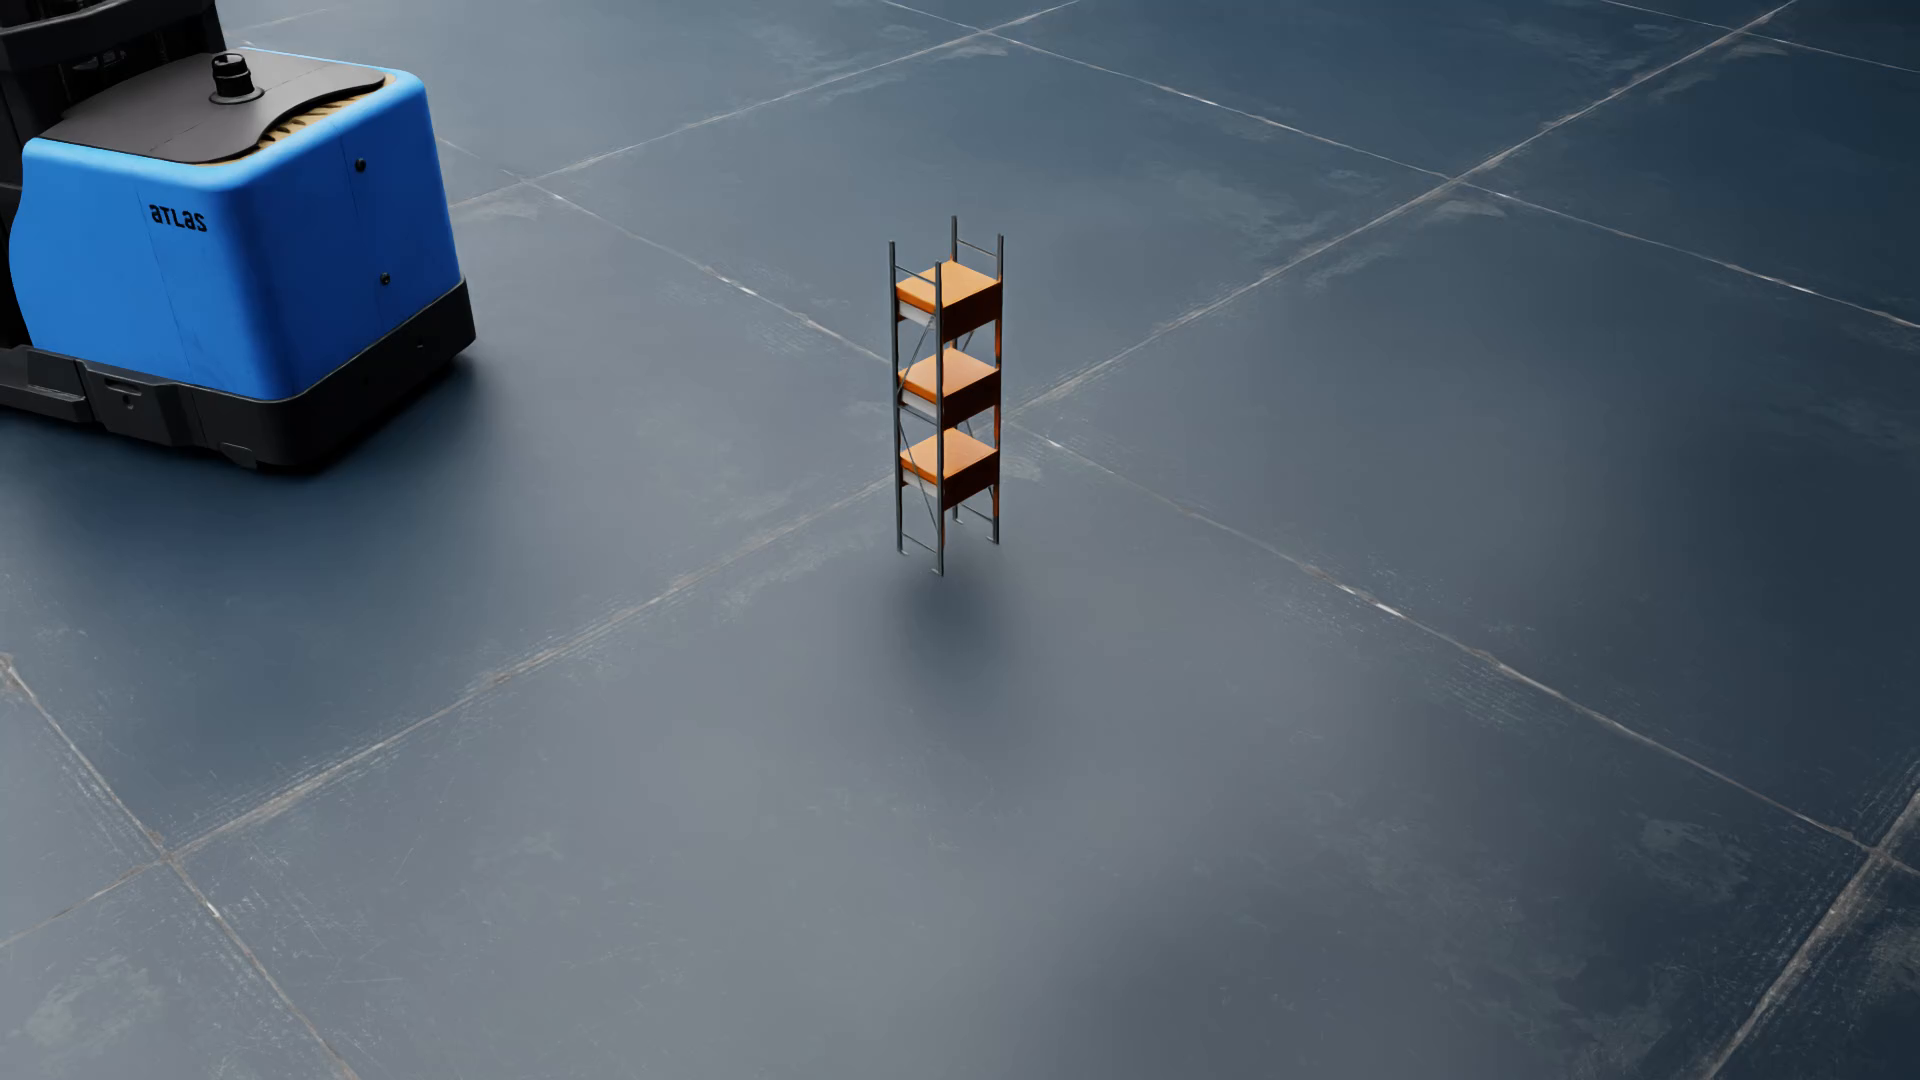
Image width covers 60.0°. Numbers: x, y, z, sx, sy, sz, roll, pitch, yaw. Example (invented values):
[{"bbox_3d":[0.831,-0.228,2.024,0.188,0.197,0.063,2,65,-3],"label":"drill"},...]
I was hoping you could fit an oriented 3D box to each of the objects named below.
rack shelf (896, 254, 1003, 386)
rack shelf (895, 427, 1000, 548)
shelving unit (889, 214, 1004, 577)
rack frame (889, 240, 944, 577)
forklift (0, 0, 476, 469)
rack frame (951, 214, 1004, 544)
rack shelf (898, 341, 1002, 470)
[{"bbox_3d":[-0.038,-0.633,4.762,0.215,0.259,0.240,30,45,35],"label":"rack shelf"},{"bbox_3d":[-0.038,-0.172,5.084,0.215,0.259,0.240,30,45,35],"label":"rack shelf"},{"bbox_3d":[-0.038,-0.409,4.919,0.215,1.050,0.252,30,45,35],"label":"shelving unit"},{"bbox_3d":[-0.124,-0.359,4.848,0.200,1.050,0.008,30,45,35],"label":"rack frame"},{"bbox_3d":[-3.375,-1.967,5.508,3.031,2.935,1.130,13,37,18],"label":"forklift"},{"bbox_3d":[0.048,-0.458,4.990,0.200,1.050,0.008,30,45,35],"label":"rack frame"},{"bbox_3d":[-0.038,-0.400,4.925,0.215,0.259,0.240,30,45,35],"label":"rack shelf"}]
